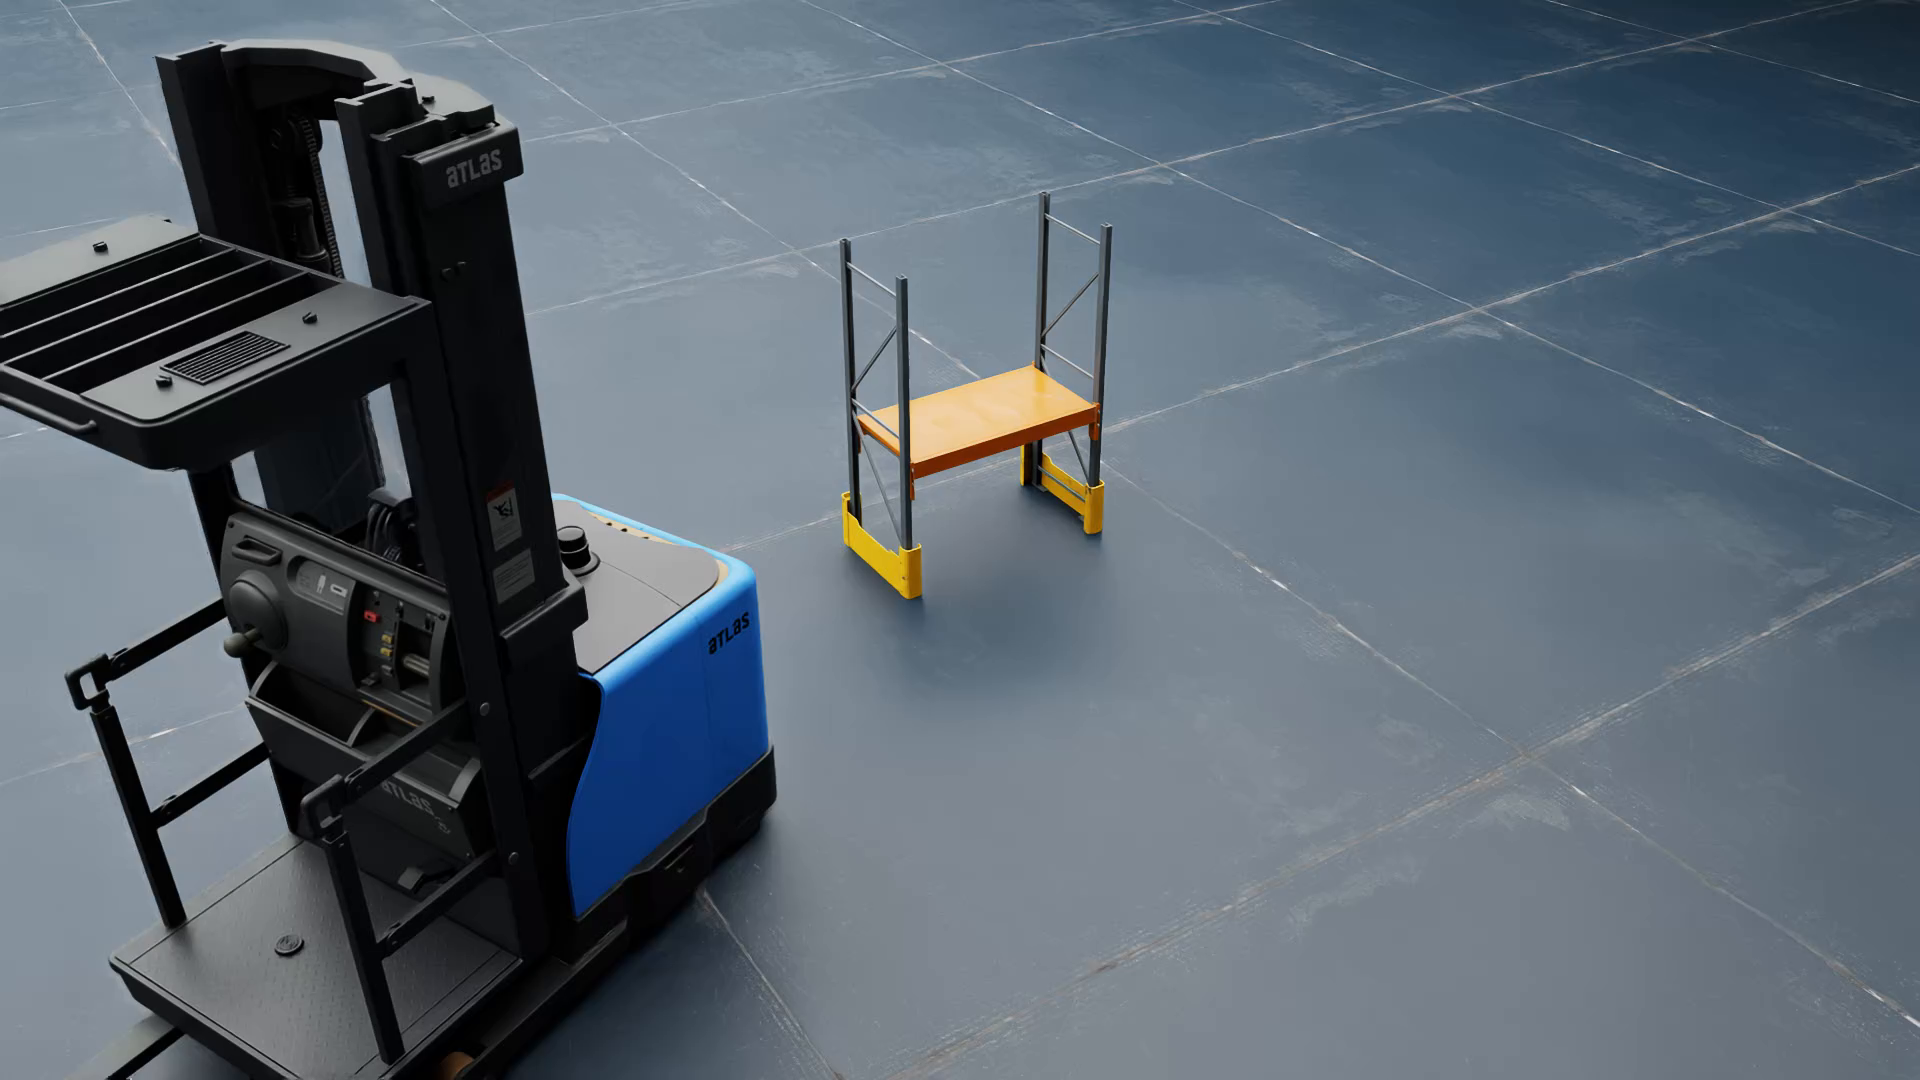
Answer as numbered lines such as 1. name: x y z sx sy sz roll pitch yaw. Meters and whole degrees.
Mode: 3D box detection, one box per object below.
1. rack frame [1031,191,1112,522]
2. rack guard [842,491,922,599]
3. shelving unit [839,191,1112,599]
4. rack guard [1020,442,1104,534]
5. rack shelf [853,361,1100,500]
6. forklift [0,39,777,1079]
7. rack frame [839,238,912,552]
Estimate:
1. rack frame: 0.499 -0.806 7.622 0.032 1.500 0.500 -19 37 -27
2. rack guard: -0.355 0.016 7.490 0.087 0.250 0.587 -19 37 -27
3. shelving unit: 0.064 -0.656 7.385 1.083 1.500 0.587 -19 37 -27
4. rack guard: 0.483 -0.272 7.946 0.087 0.250 0.587 -19 37 -27
5. rack shelf: 0.072 -0.507 7.485 1.000 0.185 0.538 -19 37 -27
6. forklift: -1.889 0.277 4.563 1.130 2.935 3.031 19 37 27
7. rack frame: -0.356 -0.512 7.156 0.032 1.500 0.500 -19 37 -27
